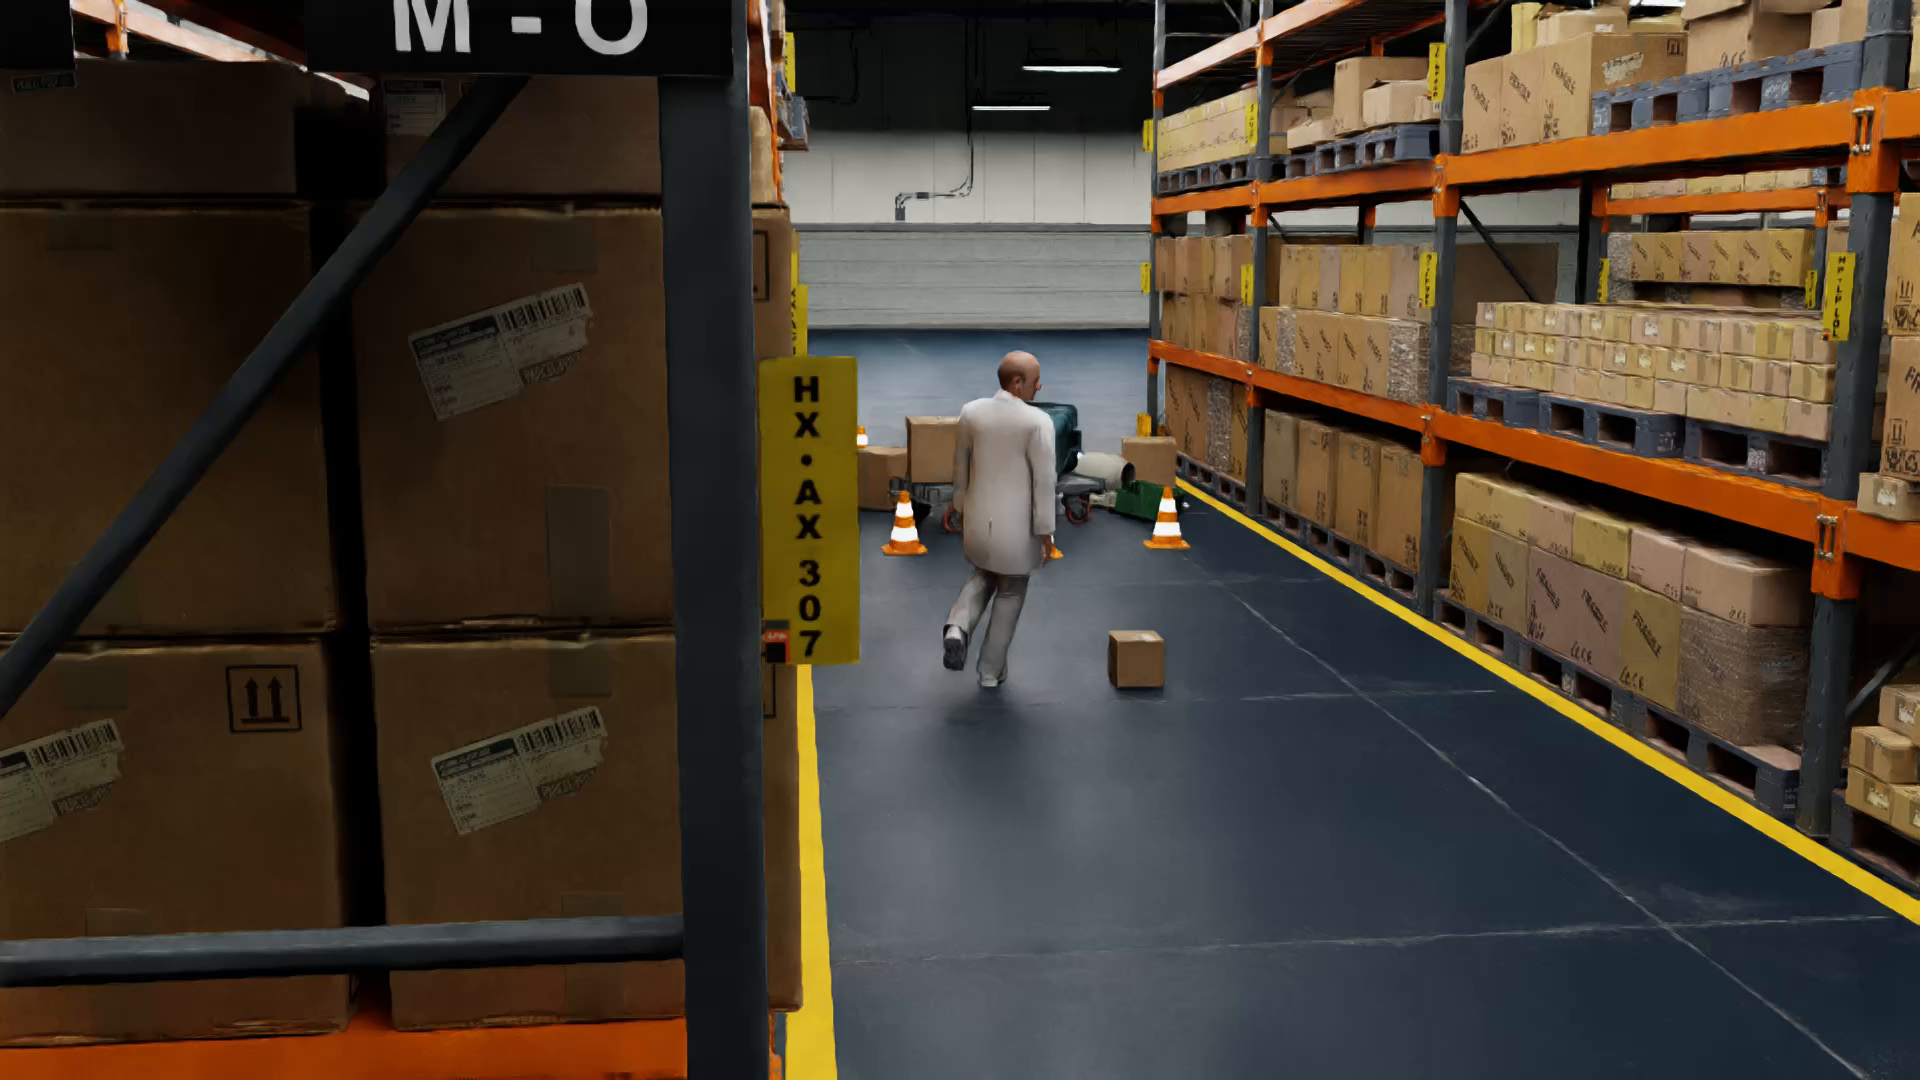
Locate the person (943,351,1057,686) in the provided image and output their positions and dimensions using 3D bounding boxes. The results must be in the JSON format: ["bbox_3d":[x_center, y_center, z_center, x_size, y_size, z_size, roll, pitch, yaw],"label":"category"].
[{"bbox_3d":[0.231,-0.080,8.506,0.652,1.729,0.596,5,11,27],"label":"person"}]
